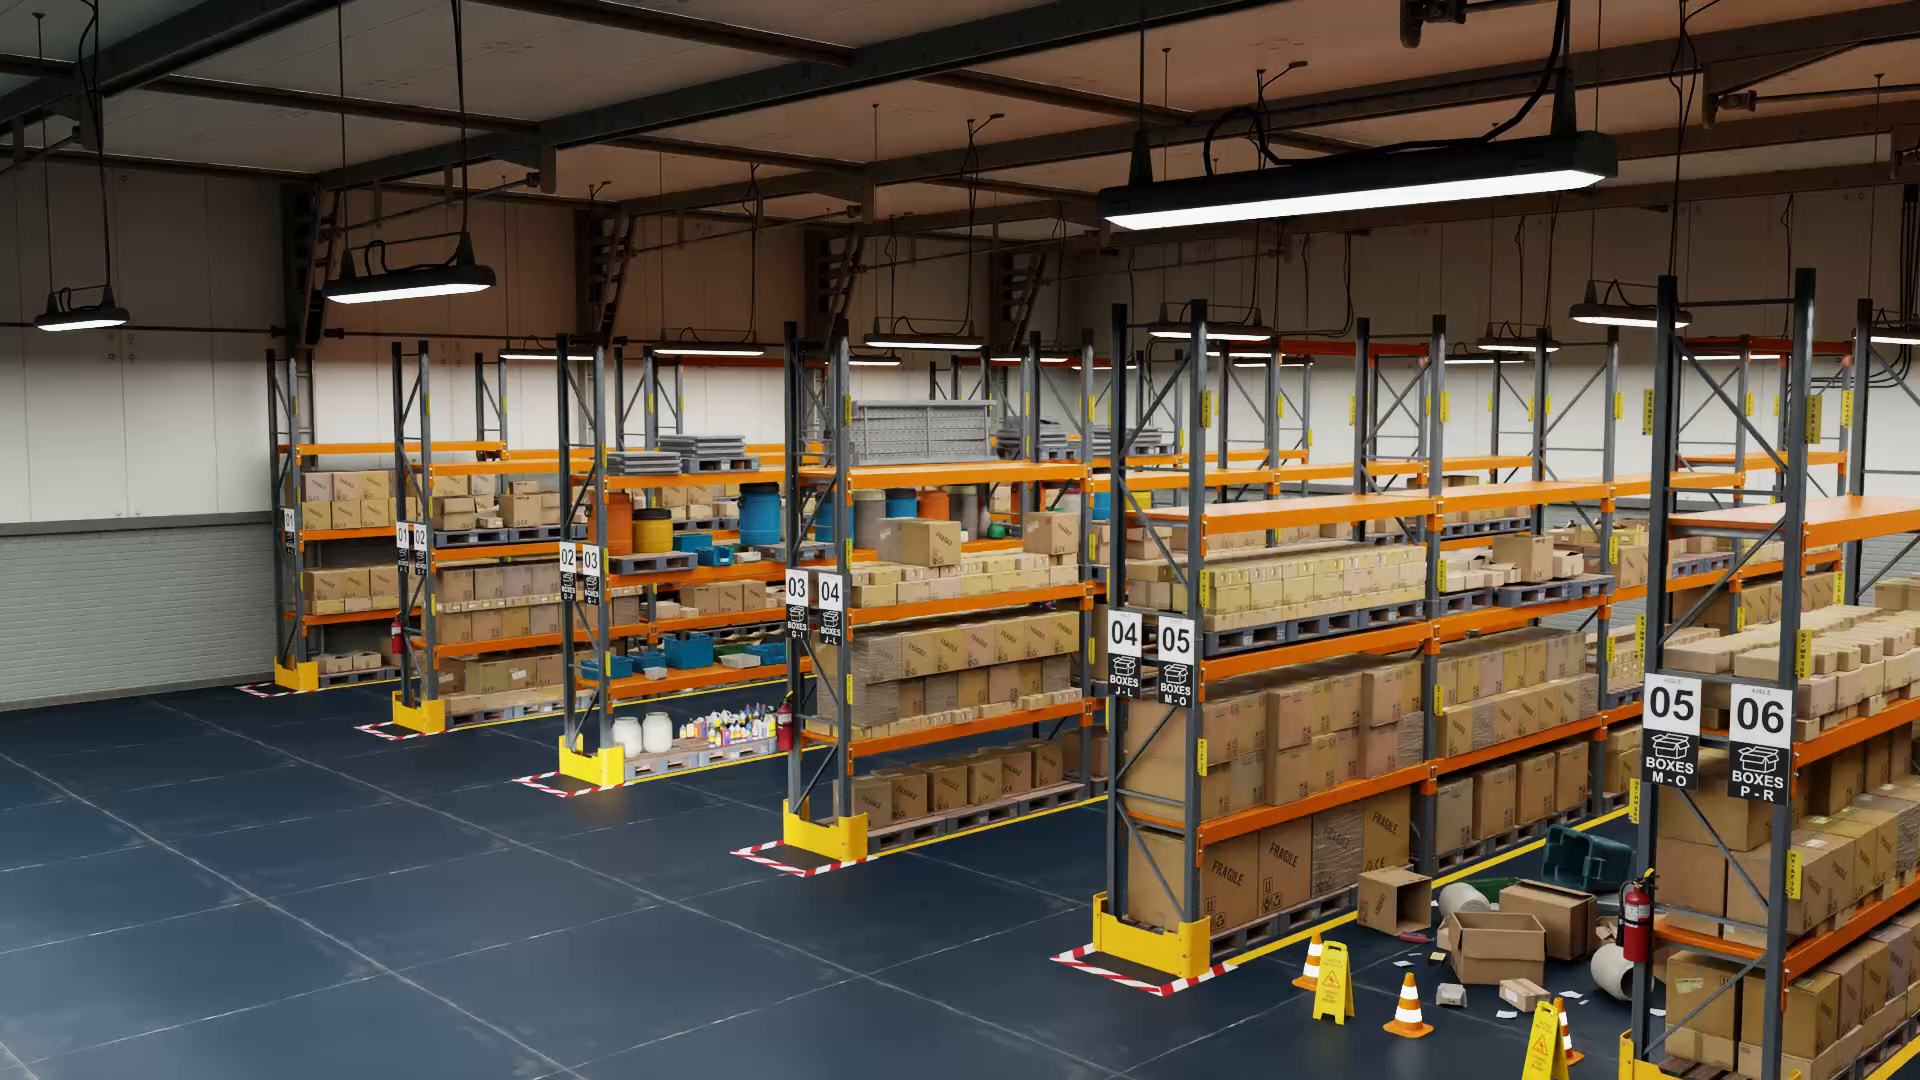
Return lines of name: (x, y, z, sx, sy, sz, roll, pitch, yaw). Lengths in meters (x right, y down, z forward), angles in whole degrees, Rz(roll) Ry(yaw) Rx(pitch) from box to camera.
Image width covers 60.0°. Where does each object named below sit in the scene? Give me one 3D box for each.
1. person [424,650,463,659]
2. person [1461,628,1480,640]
person: (-8.711, 1.887, 28.051, 0.631, 1.817, 0.448, -3, 6, -29)
person: (7.722, 2.137, 25.283, 0.491, 1.683, 0.355, -3, 6, -29)
